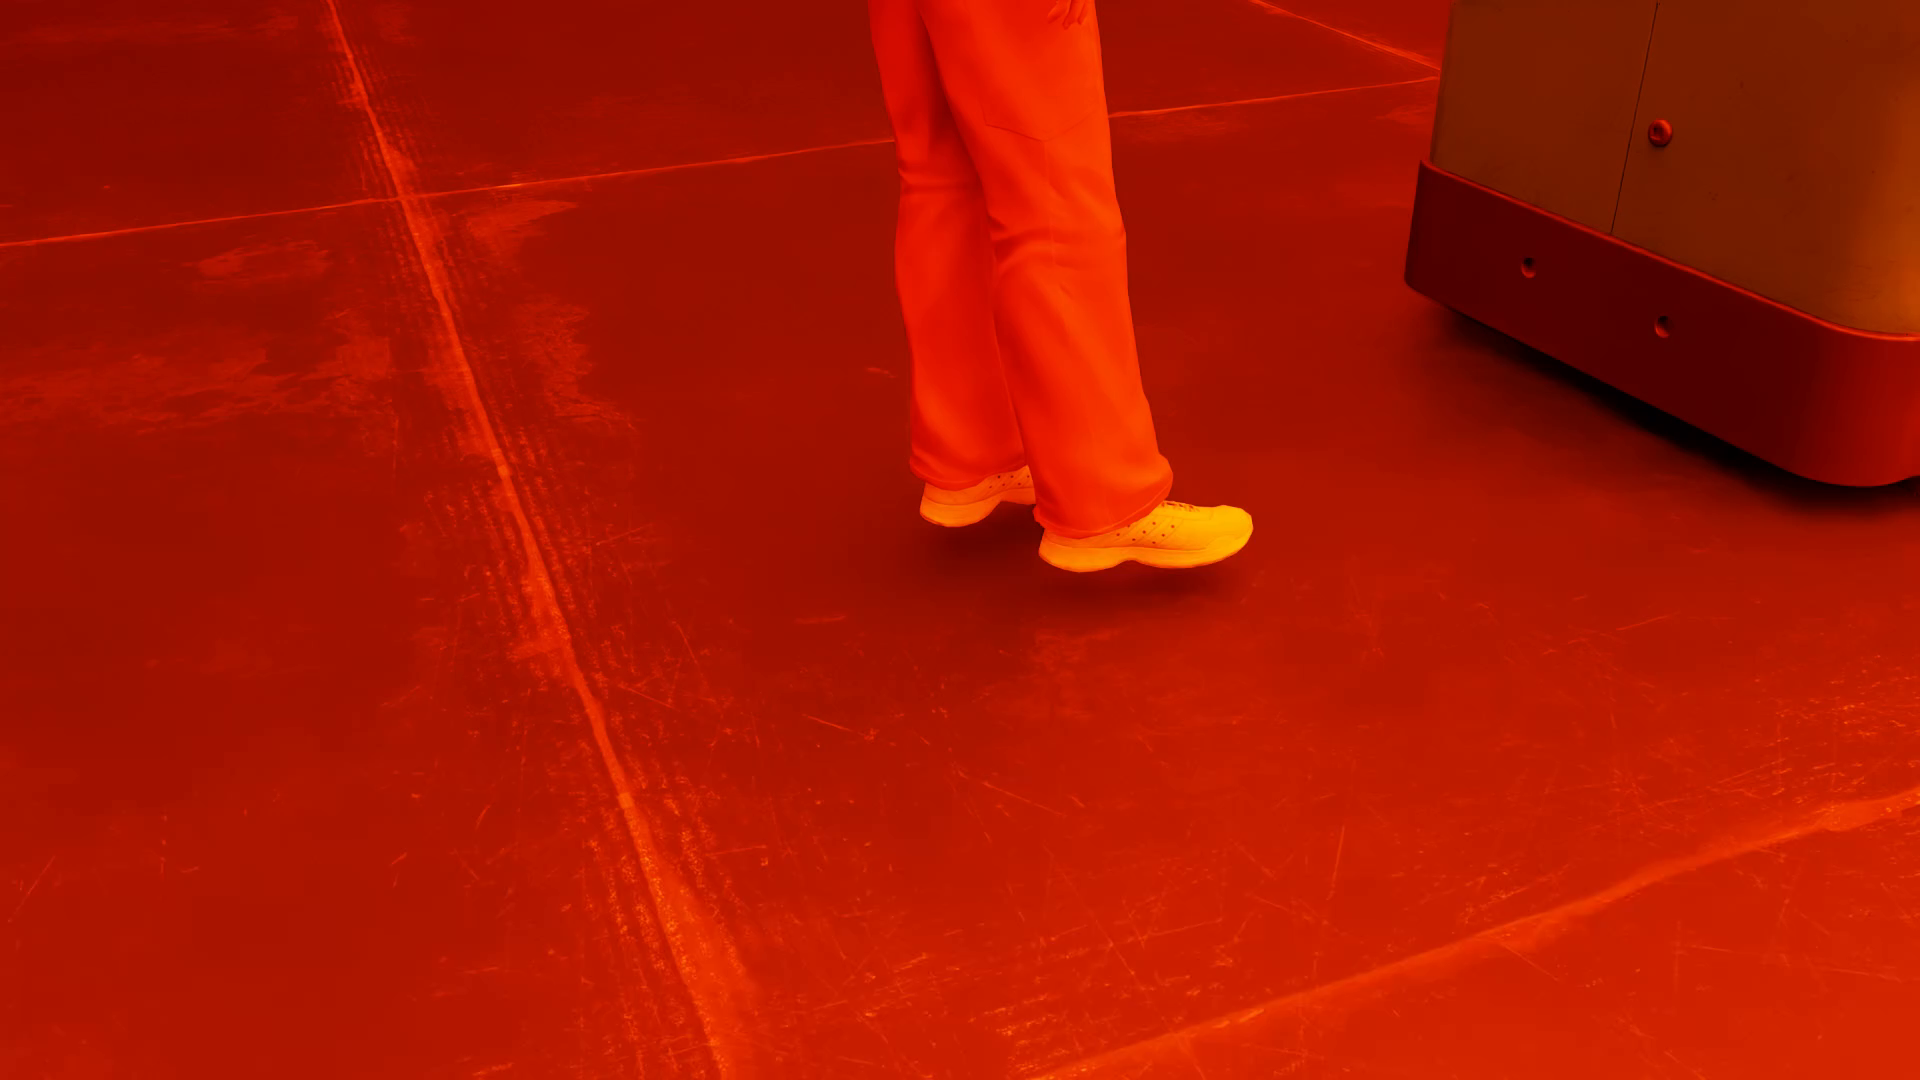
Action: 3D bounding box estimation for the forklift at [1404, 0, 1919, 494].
[{"bbox_3d":[2.416,-1.843,2.775,3.031,2.935,1.130,-14,33,-23],"label":"forklift"}]

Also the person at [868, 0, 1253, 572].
[{"bbox_3d":[0.073,-0.778,2.077,0.547,1.673,0.553,-11,32,-19],"label":"person"}]
